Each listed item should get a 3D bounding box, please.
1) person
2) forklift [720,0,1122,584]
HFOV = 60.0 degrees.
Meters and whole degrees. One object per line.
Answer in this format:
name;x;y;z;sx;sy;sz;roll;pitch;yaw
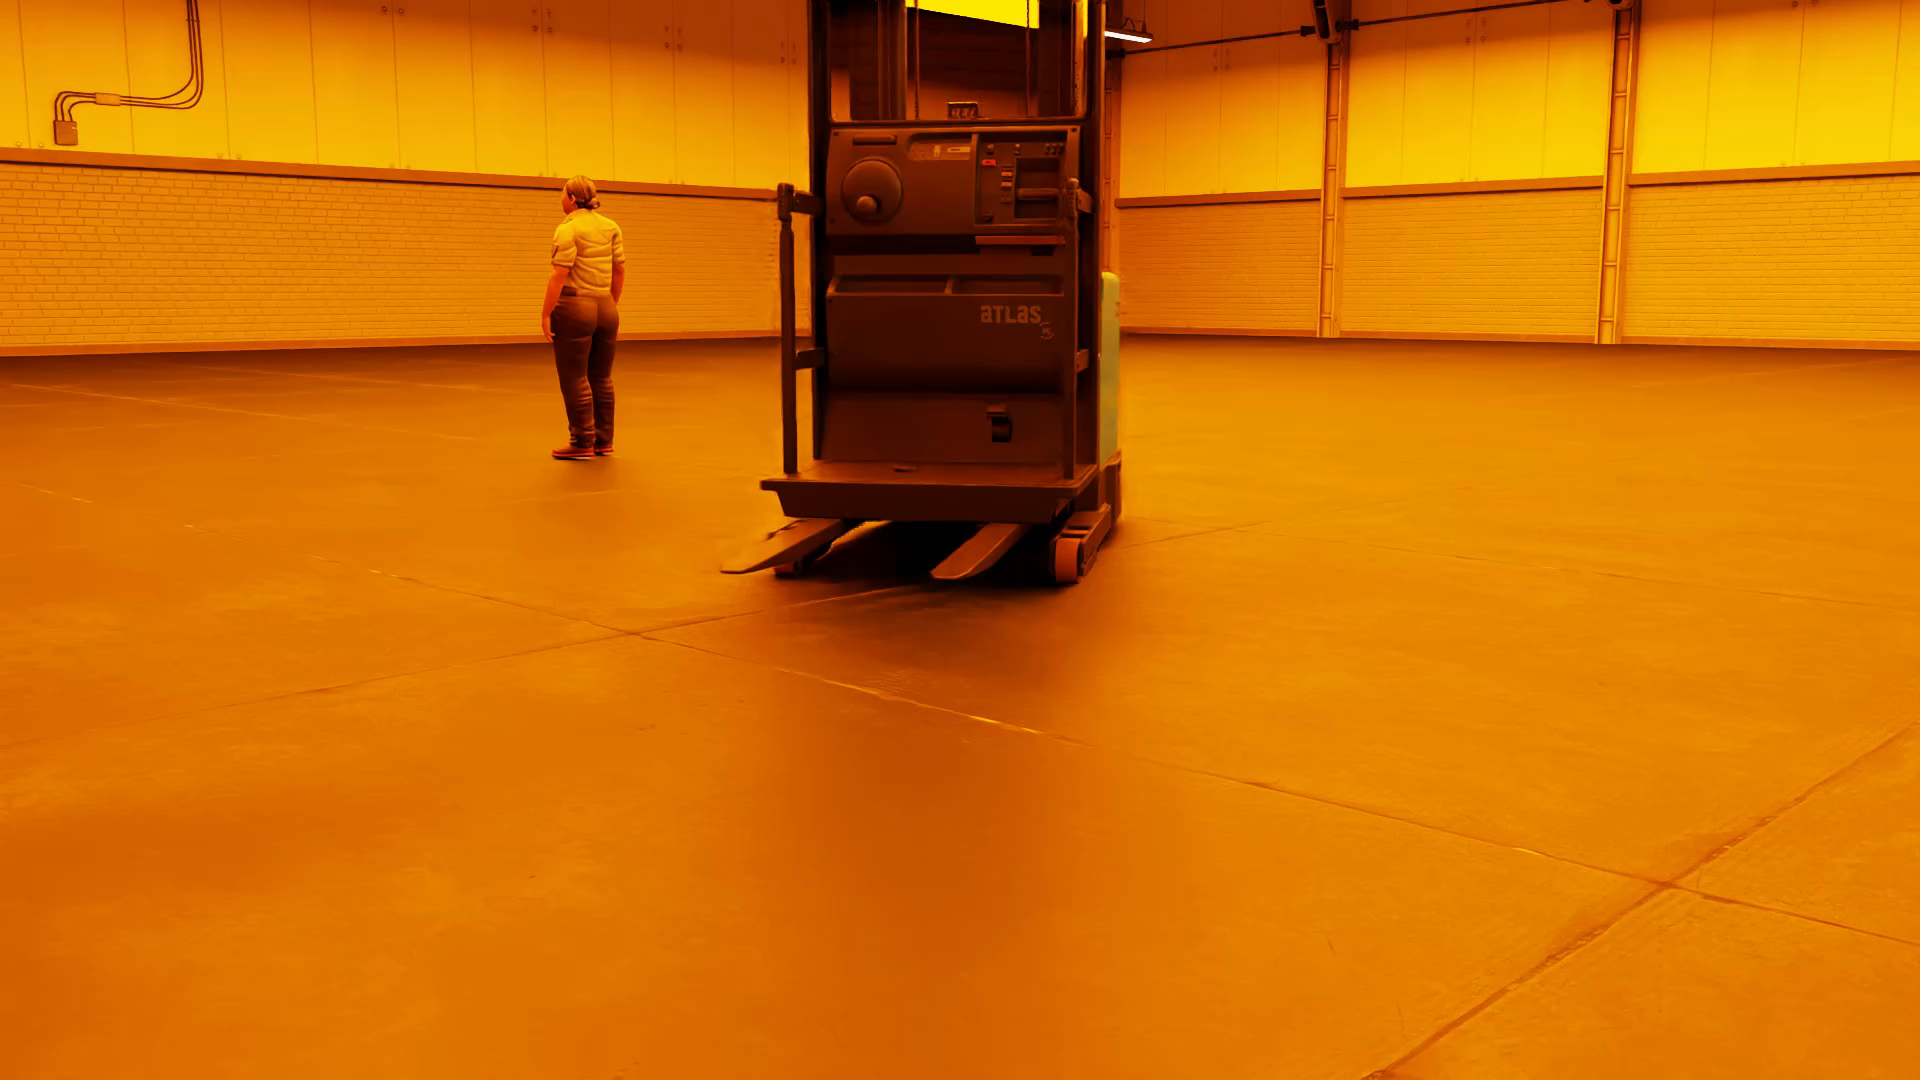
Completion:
person;-2.279;-1.313;9.856;0.502;1.650;0.598;6;10;35
forklift;-0.065;-1.354;5.867;1.130;2.935;3.031;2;9;10
